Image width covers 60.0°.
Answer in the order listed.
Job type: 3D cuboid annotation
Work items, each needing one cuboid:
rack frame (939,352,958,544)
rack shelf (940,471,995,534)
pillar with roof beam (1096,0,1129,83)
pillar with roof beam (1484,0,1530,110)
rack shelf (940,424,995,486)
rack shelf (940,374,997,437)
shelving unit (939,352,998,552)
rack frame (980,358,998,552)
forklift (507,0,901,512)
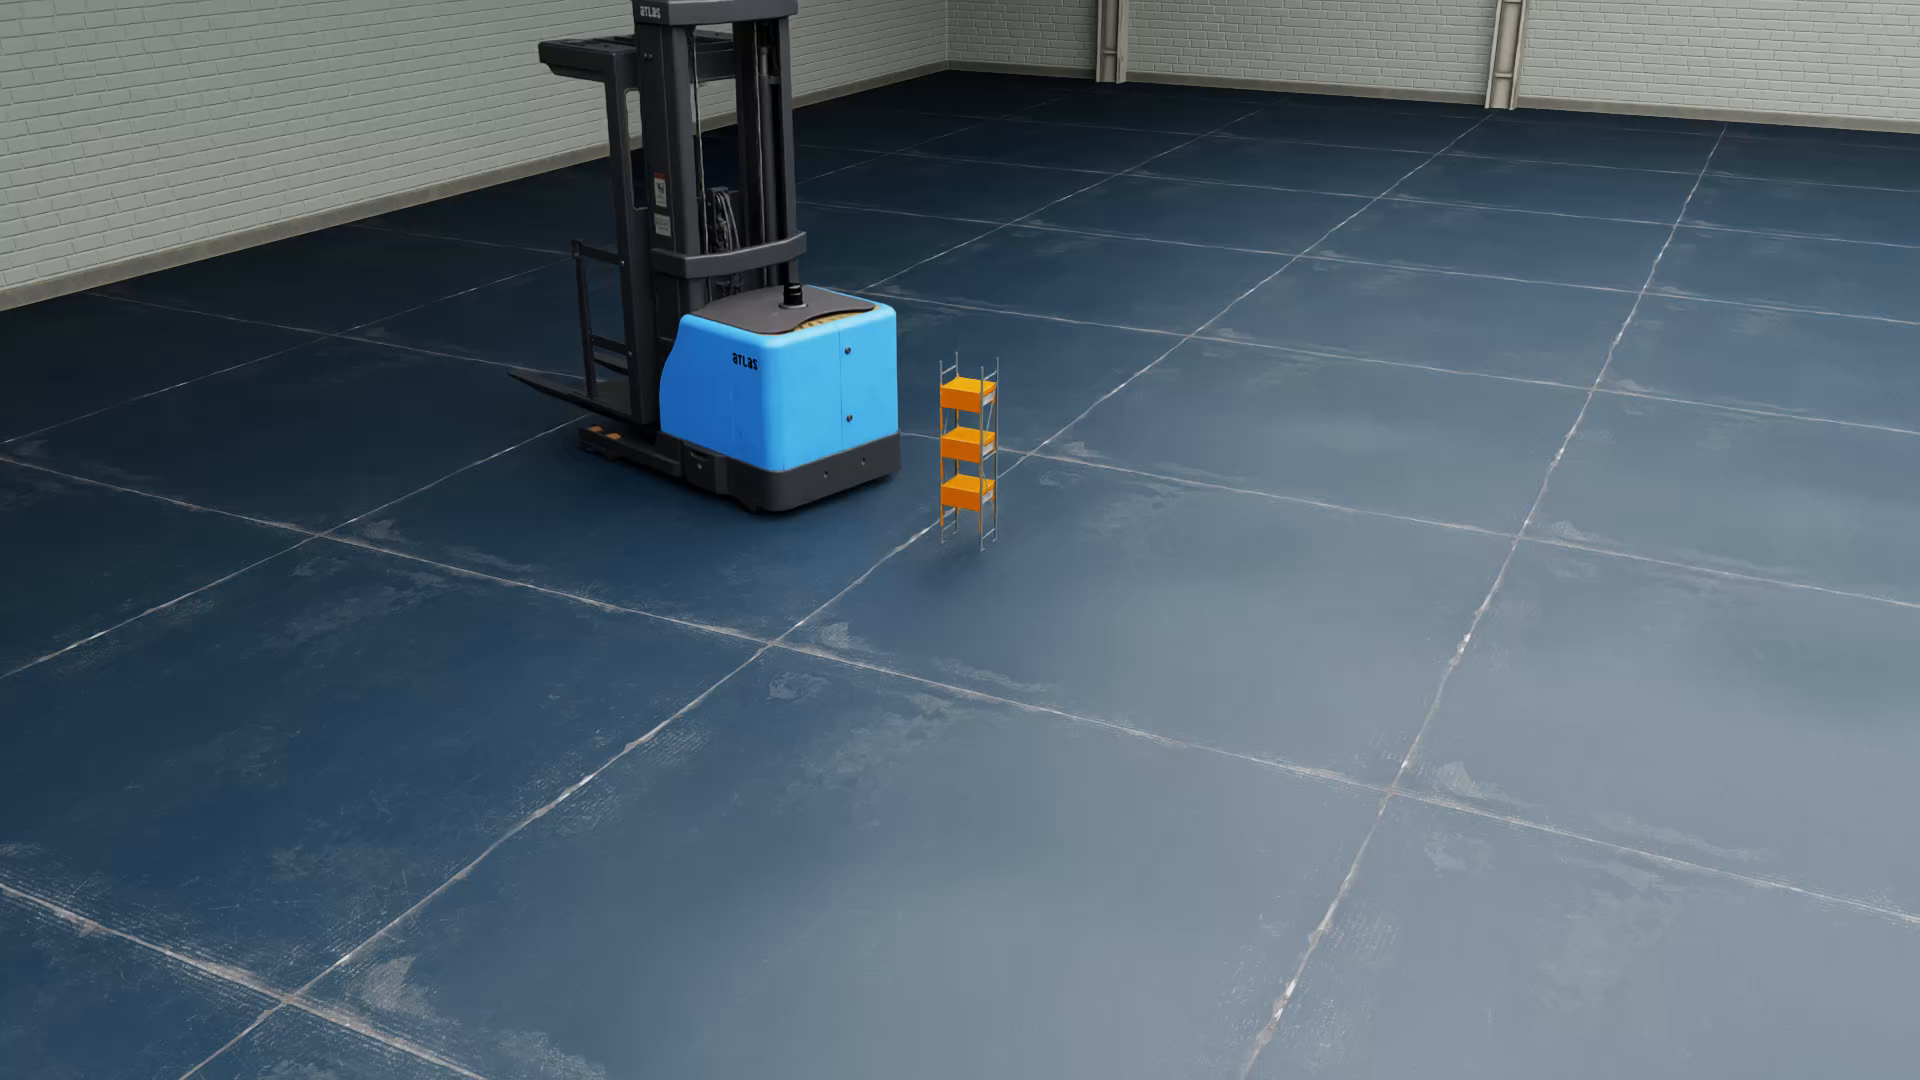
[{"bbox_3d":[-0.061,-0.495,9.073,0.008,1.050,0.200,11,25,25],"label":"rack frame"},{"bbox_3d":[0.048,-0.208,9.135,0.240,0.259,0.215,11,25,25],"label":"rack shelf"},{"bbox_3d":[0.447,-9.893,21.014,0.400,9.000,9.100,11,25,25],"label":"pillar with roof beam"},{"bbox_3d":[5.801,-8.834,18.523,0.400,9.000,9.100,11,25,25],"label":"pillar with roof beam"},{"bbox_3d":[0.048,-0.464,9.026,0.240,0.259,0.215,11,25,25],"label":"rack shelf"},{"bbox_3d":[0.048,-0.725,8.915,0.240,0.259,0.215,11,25,25],"label":"rack shelf"},{"bbox_3d":[0.048,-0.474,9.022,0.252,1.050,0.215,11,25,25],"label":"shelving unit"},{"bbox_3d":[0.157,-0.452,8.972,0.008,1.050,0.200,11,25,25],"label":"rack frame"},{"bbox_3d":[-1.776,-1.984,10.170,3.031,2.935,1.130,20,30,39],"label":"forklift"}]
